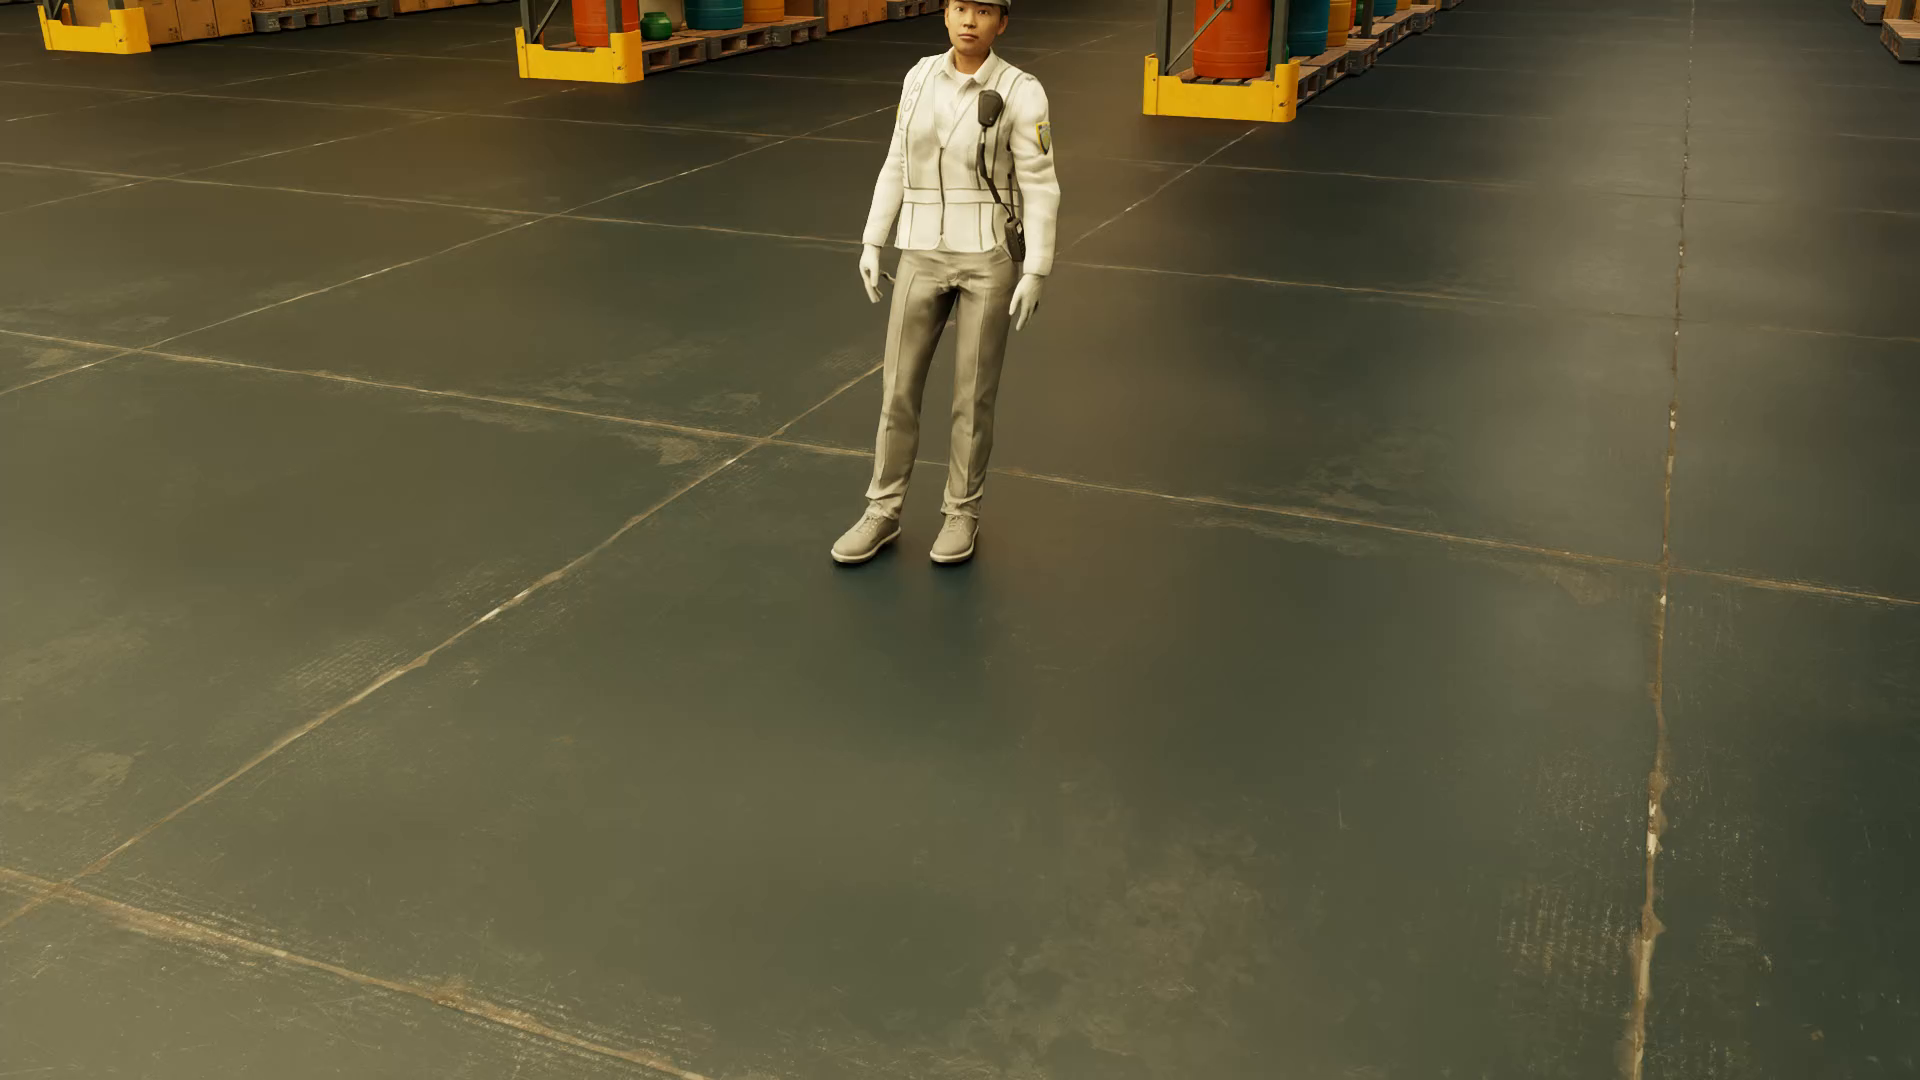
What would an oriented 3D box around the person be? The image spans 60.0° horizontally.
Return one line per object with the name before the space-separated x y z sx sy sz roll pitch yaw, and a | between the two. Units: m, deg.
person | -0.032 -0.766 4.709 0.588 1.696 0.533 9 24 21
